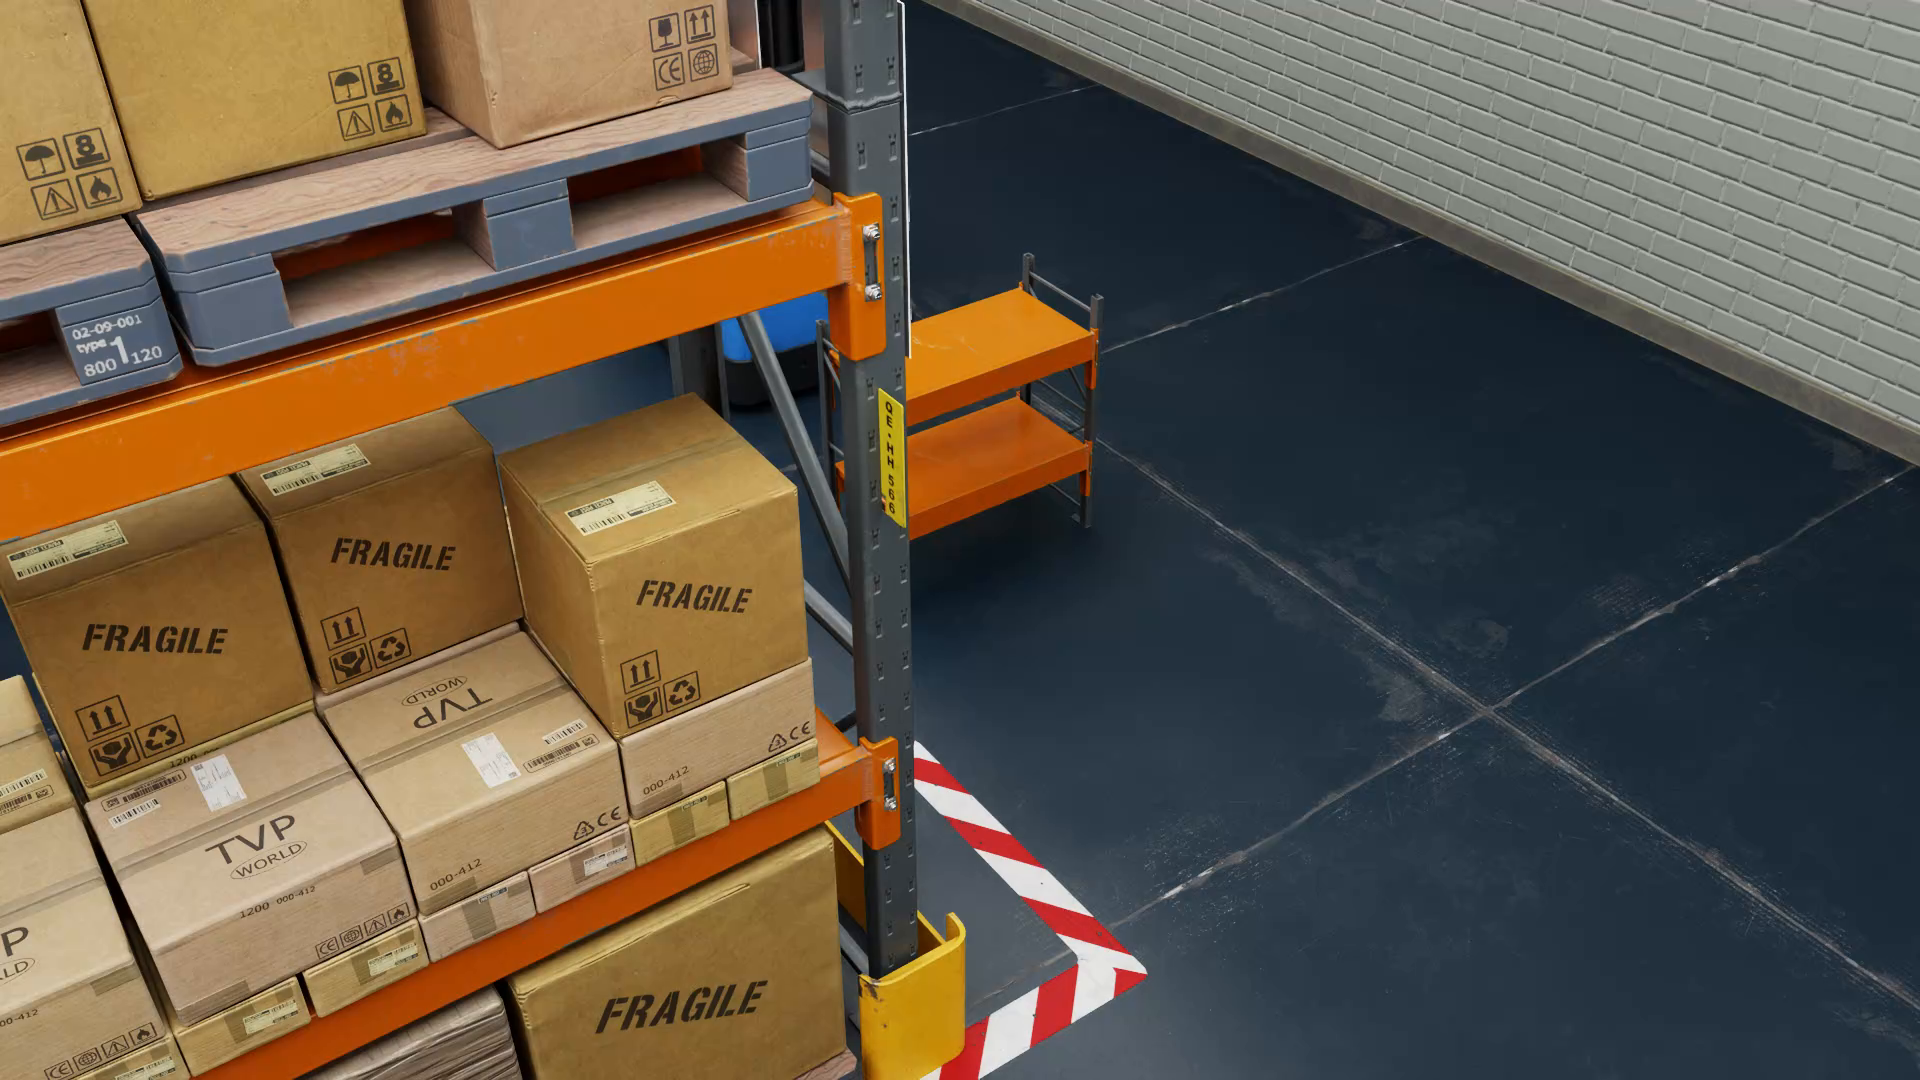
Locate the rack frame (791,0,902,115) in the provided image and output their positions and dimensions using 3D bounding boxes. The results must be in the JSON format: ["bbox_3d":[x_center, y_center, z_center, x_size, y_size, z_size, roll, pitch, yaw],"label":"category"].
[{"bbox_3d":[-0.455,-2.315,2.762,0.127,3.000,1.000,-22,41,-28],"label":"rack frame"}]

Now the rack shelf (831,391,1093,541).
[{"bbox_3d":[0.006,-0.260,7.067,1.000,0.278,0.538,-22,41,-28],"label":"rack shelf"}]

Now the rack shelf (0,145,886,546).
[{"bbox_3d":[-2.090,-0.132,2.912,4.000,0.370,1.077,-22,41,-28],"label":"rack shelf"}]

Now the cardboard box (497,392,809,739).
[{"bbox_3d":[-0.702,0.046,3.849,0.500,0.500,0.500,-22,41,-27],"label":"cardboard box"}]

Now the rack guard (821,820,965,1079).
[{"bbox_3d":[-0.436,1.127,5.254,0.348,0.500,1.175,-22,41,-28],"label":"rack guard"}]

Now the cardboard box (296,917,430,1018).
[{"bbox_3d":[-1.391,0.844,3.723,0.250,0.149,0.380,-23,42,-29],"label":"cardboard box"}]

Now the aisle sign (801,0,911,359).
[{"bbox_3d":[-0.224,-0.816,3.589,0.004,0.787,0.394,-22,41,-28],"label":"aisle sign"}]

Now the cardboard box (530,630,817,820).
[{"bbox_3d":[-0.698,0.350,4.067,0.500,0.250,0.500,-23,42,-29],"label":"cardboard box"}]

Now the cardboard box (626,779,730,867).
[{"bbox_3d":[-0.768,0.588,4.079,0.250,0.149,0.380,-22,41,-27],"label":"cardboard box"}]

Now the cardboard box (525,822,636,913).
[{"bbox_3d":[-0.975,0.672,3.962,0.250,0.149,0.380,-22,41,-28],"label":"cardboard box"}]

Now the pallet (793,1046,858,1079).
[{"bbox_3d":[-1.064,1.559,4.902,1.213,0.211,1.003,-22,41,-28],"label":"pallet"}]

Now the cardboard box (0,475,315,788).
[{"bbox_3d":[-1.832,0.134,3.726,0.500,0.500,0.500,-24,42,-29],"label":"cardboard box"}]

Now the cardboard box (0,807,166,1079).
[{"bbox_3d":[-1.953,0.869,3.346,0.500,0.250,0.500,-22,41,-28],"label":"cardboard box"}]

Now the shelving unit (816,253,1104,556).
[{"bbox_3d":[0.006,-0.459,6.925,1.048,1.125,0.538,-22,41,-28],"label":"shelving unit"}]

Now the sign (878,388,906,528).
[{"bbox_3d":[-0.154,-0.182,3.739,0.005,0.325,0.100,-22,41,-28],"label":"sign"}]

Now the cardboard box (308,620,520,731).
[{"bbox_3d":[-1.424,0.271,4.177,0.500,0.250,0.500,-23,42,-28],"label":"cardboard box"}]

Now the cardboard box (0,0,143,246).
[{"bbox_3d":[-1.774,-0.820,2.721,0.500,0.500,0.700,-25,43,-31],"label":"cardboard box"}]

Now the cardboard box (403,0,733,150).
[{"bbox_3d":[-0.849,-1.148,3.178,0.500,0.500,0.700,-25,43,-30],"label":"cardboard box"}]

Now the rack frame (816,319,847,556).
[{"bbox_3d":[-0.410,-0.288,6.687,0.032,1.125,0.500,-22,41,-28],"label":"rack frame"}]

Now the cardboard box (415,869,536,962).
[{"bbox_3d":[-1.179,0.756,3.846,0.250,0.149,0.380,-22,41,-27],"label":"cardboard box"}]

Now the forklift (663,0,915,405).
[{"bbox_3d":[-1.431,-2.670,8.452,1.130,2.935,3.031,-20,40,-25],"label":"forklift"}]

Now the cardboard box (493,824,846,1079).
[{"bbox_3d":[-0.932,1.066,4.659,0.875,0.875,0.875,-22,41,-28],"label":"cardboard box"}]

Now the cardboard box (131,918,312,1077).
[{"bbox_3d":[-1.602,0.931,3.601,0.250,0.149,0.380,-22,41,-28],"label":"cardboard box"}]

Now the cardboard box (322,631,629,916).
[{"bbox_3d":[-1.113,0.521,3.831,0.500,0.250,0.500,-23,42,-29],"label":"cardboard box"}]

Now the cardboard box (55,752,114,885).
[{"bbox_3d":[-2.192,0.703,3.919,0.250,0.149,0.380,-23,42,-29],"label":"cardboard box"}]

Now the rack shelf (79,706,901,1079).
[{"bbox_3d":[-2.090,1.085,3.788,4.000,0.370,1.077,-22,41,-28],"label":"rack shelf"}]

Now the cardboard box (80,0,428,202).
[{"bbox_3d":[-1.379,-1.017,2.995,0.500,0.500,0.700,-24,42,-29],"label":"cardboard box"}]

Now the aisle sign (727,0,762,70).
[{"bbox_3d":[-0.569,-1.102,3.987,0.004,0.787,0.394,-22,41,-28],"label":"aisle sign"}]

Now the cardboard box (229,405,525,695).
[{"bbox_3d":[-1.412,-0.043,3.972,0.500,0.500,0.500,-23,42,-29],"label":"cardboard box"}]

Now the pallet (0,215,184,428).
[{"bbox_3d":[-2.054,-0.394,2.736,1.213,0.211,1.003,-22,41,-28],"label":"pallet"}]

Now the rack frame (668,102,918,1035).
[{"bbox_3d":[-0.455,0.121,4.513,0.127,3.000,1.000,-22,41,-28],"label":"rack frame"}]

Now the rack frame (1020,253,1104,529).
[{"bbox_3d":[0.421,-0.630,7.162,0.032,1.125,0.500,-22,41,-28],"label":"rack frame"}]

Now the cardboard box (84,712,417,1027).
[{"bbox_3d":[-1.529,0.692,3.592,0.500,0.250,0.500,-24,42,-29],"label":"cardboard box"}]

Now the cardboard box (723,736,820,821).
[{"bbox_3d":[-0.557,0.500,4.202,0.250,0.149,0.380,-22,41,-27],"label":"cardboard box"}]

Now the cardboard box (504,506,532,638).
[{"bbox_3d":[-1.003,0.093,4.425,0.500,0.250,0.500,-24,42,-29],"label":"cardboard box"}]

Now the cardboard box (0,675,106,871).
[{"bbox_3d":[-2.260,0.617,3.697,0.500,0.250,0.500,-23,42,-29],"label":"cardboard box"}]

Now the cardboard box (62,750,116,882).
[{"bbox_3d":[-1.985,0.618,4.037,0.250,0.149,0.380,-23,42,-28],"label":"cardboard box"}]

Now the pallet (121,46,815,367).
[{"bbox_3d":[-1.056,-0.807,3.309,1.213,0.211,1.003,-22,41,-28],"label":"pallet"}]

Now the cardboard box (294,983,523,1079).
[{"bbox_3d":[-1.676,1.372,4.233,0.875,0.875,0.875,-22,41,-28],"label":"cardboard box"}]

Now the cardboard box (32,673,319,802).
[{"bbox_3d":[-1.837,0.439,3.945,0.500,0.250,0.500,-24,42,-29],"label":"cardboard box"}]

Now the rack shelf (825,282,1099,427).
[{"bbox_3d":[0.006,-0.697,6.754,1.000,0.278,0.538,-22,41,-28],"label":"rack shelf"}]

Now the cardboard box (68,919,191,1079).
[{"bbox_3d":[-1.806,1.014,3.487,0.250,0.149,0.380,-22,41,-27],"label":"cardboard box"}]
